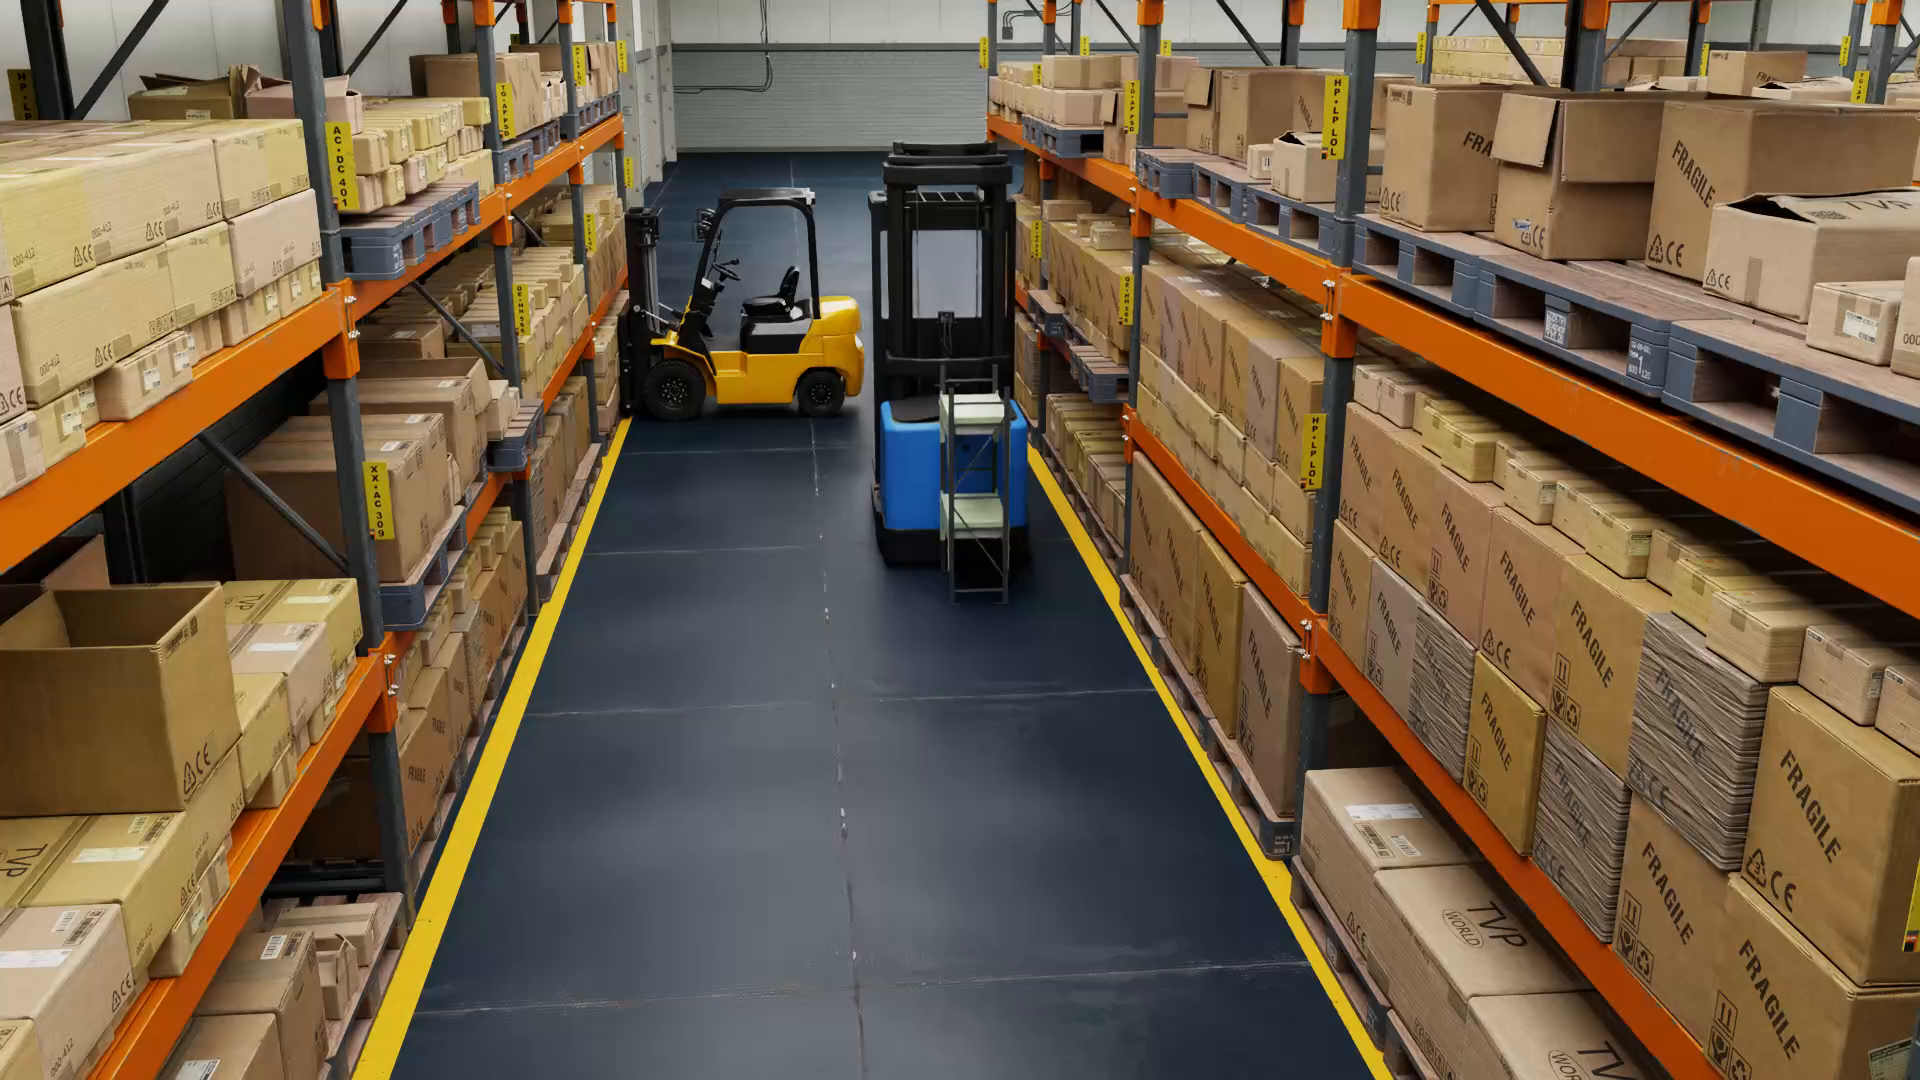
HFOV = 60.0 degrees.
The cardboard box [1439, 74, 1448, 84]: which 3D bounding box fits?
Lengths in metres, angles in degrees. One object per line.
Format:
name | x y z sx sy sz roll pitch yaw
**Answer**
cardboard box | 5.461 -5.010 18.172 0.380 0.149 0.250 -2 18 -5

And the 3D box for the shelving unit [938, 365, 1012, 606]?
shelving unit | 0.094 -0.386 11.401 0.431 1.500 0.755 -1 17 -5

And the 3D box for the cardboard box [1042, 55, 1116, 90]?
cardboard box | 0.940 -3.728 13.251 0.500 0.250 0.500 -2 18 -7

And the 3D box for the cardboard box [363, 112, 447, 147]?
cardboard box | -2.707 -1.987 8.046 0.380 0.149 0.250 -2 18 -5

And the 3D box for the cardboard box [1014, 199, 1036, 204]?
cardboard box | 0.634 -3.342 17.650 0.500 0.500 0.500 -1 17 -4

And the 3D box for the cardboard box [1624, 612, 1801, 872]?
cardboard box | 2.085 0.495 4.256 0.500 0.500 0.500 -2 18 -5

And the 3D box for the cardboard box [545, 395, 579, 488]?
cardboard box | -3.583 -0.791 13.451 0.875 0.625 0.625 -2 18 -6

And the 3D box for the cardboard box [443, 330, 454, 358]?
cardboard box | -3.630 -1.210 10.940 0.500 0.250 0.500 -1 17 -4

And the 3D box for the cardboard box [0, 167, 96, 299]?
cardboard box | -2.378 -0.716 3.861 0.500 0.250 0.500 -2 18 -6

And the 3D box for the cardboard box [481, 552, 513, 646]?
cardboard box | -3.009 0.343 10.049 0.500 0.500 0.500 -2 18 -6

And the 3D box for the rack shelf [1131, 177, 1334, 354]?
rack shelf | 1.836 -1.565 8.846 1.077 0.370 4.000 -2 18 -6

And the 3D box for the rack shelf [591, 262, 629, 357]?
rack shelf | -3.926 -2.362 16.395 1.077 0.370 4.000 -2 18 -6

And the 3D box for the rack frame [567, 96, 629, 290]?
rack frame | -4.133 -3.302 18.185 1.000 3.000 0.127 -2 18 -6

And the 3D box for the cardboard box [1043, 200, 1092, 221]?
cardboard box | 0.913 -2.813 14.181 0.380 0.149 0.250 -2 18 -6

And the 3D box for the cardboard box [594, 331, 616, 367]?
cardboard box | -3.501 -1.782 15.565 0.500 0.250 0.500 -2 18 -6

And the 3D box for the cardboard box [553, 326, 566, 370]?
cardboard box | -3.269 -1.444 12.519 0.500 0.250 0.500 -1 17 -4

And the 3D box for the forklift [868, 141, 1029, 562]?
forklift | -0.145 -1.634 12.990 1.130 2.935 3.031 -1 17 -5

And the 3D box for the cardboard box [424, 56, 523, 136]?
cardboard box | -3.140 -2.868 10.763 0.500 0.500 0.500 -2 18 -5

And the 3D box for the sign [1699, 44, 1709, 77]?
sign | 6.669 -4.295 14.953 0.100 0.325 0.005 -2 18 -6

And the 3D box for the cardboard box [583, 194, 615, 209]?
cardboard box | -3.687 -3.400 16.753 0.380 0.149 0.250 -1 17 -4

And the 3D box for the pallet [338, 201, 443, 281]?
pallet | -2.892 -1.264 7.002 1.213 0.211 1.003 -2 18 -6

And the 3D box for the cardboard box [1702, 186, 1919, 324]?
cardboard box | 2.350 -0.773 4.405 0.500 0.311 0.500 -1 17 -5

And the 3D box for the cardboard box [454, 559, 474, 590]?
cardboard box | -2.954 0.219 9.362 0.380 0.149 0.250 -2 18 -6

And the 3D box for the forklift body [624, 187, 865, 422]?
forklift body | -2.122 -2.388 16.692 2.313 2.155 1.214 -2 18 -6

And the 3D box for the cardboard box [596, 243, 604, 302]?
cardboard box | -3.576 -2.452 15.314 0.500 0.500 0.500 -1 17 -5

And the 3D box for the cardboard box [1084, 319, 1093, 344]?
cardboard box | 1.131 -1.552 12.330 0.380 0.149 0.250 -1 17 -5

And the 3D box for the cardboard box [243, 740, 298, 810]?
cardboard box | -2.457 0.789 5.577 0.380 0.149 0.250 -2 18 -6

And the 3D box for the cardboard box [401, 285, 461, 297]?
cardboard box | -3.800 -1.742 11.970 0.380 0.149 0.250 -2 18 -7

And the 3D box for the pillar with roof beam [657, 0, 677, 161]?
pillar with roof beam | -3.770 -15.000 45.431 9.100 9.000 0.400 -2 18 -6

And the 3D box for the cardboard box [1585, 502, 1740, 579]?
cardboard box | 2.032 -0.002 4.758 0.380 0.149 0.250 -1 17 -4

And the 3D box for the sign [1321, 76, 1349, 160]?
sign | 1.503 -1.689 6.653 0.100 0.325 0.005 -2 18 -6

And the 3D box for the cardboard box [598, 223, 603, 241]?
cardboard box | -3.551 -2.878 15.586 0.380 0.149 0.250 -2 18 -6

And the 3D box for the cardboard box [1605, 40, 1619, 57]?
cardboard box | 5.775 -4.486 15.171 0.380 0.149 0.250 -2 18 -6

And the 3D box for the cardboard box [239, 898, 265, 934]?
cardboard box | -3.062 1.560 6.487 0.500 0.311 0.500 -1 17 -4

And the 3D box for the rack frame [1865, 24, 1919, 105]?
rack frame | 6.542 -4.118 10.770 1.000 3.000 0.127 -2 18 -6

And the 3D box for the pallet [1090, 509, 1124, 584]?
pallet | 1.550 0.025 12.245 1.003 0.211 1.213 -2 18 -6

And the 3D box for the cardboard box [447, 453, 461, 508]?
cardboard box | -2.657 -0.288 8.111 0.396 0.266 0.258 -1 17 -3

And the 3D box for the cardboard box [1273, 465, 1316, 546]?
cardboard box | 1.755 -0.172 7.631 0.500 0.250 0.500 -2 18 -6

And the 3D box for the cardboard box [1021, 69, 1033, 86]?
cardboard box | 0.769 -4.272 15.358 0.380 0.149 0.250 -1 17 -4

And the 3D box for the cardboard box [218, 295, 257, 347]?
cardboard box | -2.502 -0.713 5.352 0.380 0.149 0.250 -2 18 -6

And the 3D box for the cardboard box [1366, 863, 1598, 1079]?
cardboard box | 2.093 1.598 6.154 0.875 0.438 0.875 -2 18 -7

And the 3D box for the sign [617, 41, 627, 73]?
sign | -3.592 -5.130 17.656 0.100 0.325 0.005 -2 18 -6

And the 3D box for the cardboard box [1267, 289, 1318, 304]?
cardboard box | 2.049 -1.150 9.498 0.500 0.500 0.500 -2 18 -6

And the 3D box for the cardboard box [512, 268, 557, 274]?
cardboard box | -3.303 -1.992 12.765 0.380 0.149 0.250 -2 18 -5

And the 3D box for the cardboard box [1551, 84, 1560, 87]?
cardboard box | 5.748 -4.180 15.528 0.380 0.149 0.250 -1 17 -5

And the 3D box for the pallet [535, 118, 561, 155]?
pallet | -3.616 -3.187 13.133 0.805 0.209 1.217 -2 18 -8

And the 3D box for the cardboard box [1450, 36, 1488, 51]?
cardboard box | 5.487 -5.319 17.823 0.380 0.149 0.250 -2 18 -6

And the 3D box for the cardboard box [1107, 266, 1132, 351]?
cardboard box | 1.306 -1.589 11.367 0.500 0.500 0.500 -2 18 -7

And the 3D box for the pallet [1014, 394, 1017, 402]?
pallet | 0.983 -1.497 17.093 1.003 0.211 1.213 -2 18 -6

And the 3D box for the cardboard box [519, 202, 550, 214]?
cardboard box | -4.149 -3.154 15.968 0.380 0.149 0.250 -1 17 -4

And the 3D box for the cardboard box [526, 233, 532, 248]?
cardboard box | -4.088 -2.707 15.043 0.380 0.149 0.250 -1 17 -4

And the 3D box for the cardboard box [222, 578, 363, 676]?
cardboard box | -2.600 0.348 6.316 0.500 0.250 0.500 -1 17 -4

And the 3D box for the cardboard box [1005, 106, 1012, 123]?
cardboard box | 0.653 -4.274 16.693 0.380 0.149 0.250 -2 17 -5

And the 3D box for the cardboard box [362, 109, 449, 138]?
cardboard box | -2.844 -2.130 8.534 0.380 0.149 0.250 -2 18 -5

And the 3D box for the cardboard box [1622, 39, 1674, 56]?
cardboard box | 6.403 -4.582 15.477 0.380 0.149 0.250 -2 18 -6
